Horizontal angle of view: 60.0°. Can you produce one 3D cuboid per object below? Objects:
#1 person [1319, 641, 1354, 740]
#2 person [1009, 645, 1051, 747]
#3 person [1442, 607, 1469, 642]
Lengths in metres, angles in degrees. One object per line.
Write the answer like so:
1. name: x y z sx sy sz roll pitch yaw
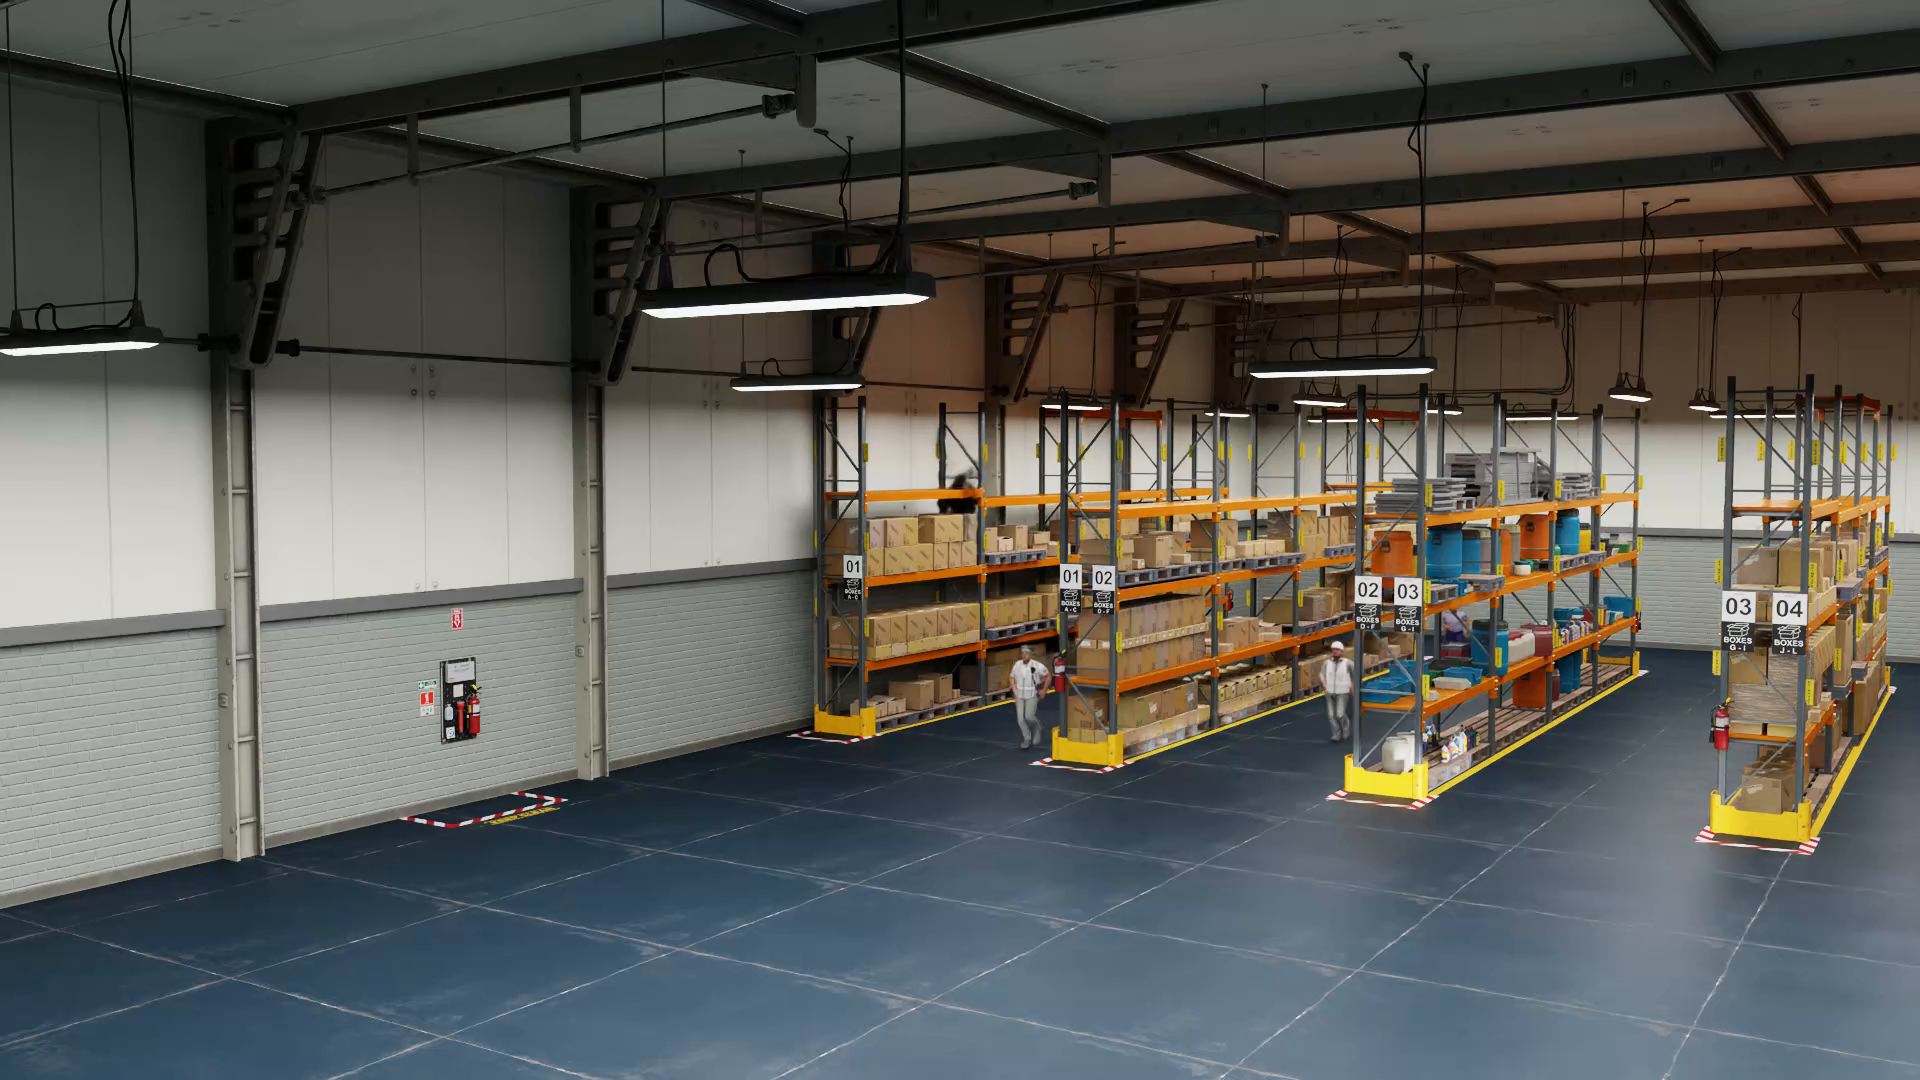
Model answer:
1. person: 6.513 2.619 28.687 0.699 1.729 0.584 2 3 29
2. person: 1.139 2.647 28.193 0.690 1.749 0.600 1 3 23
3. person: 11.221 2.226 37.725 0.580 1.691 0.688 1 3 26
